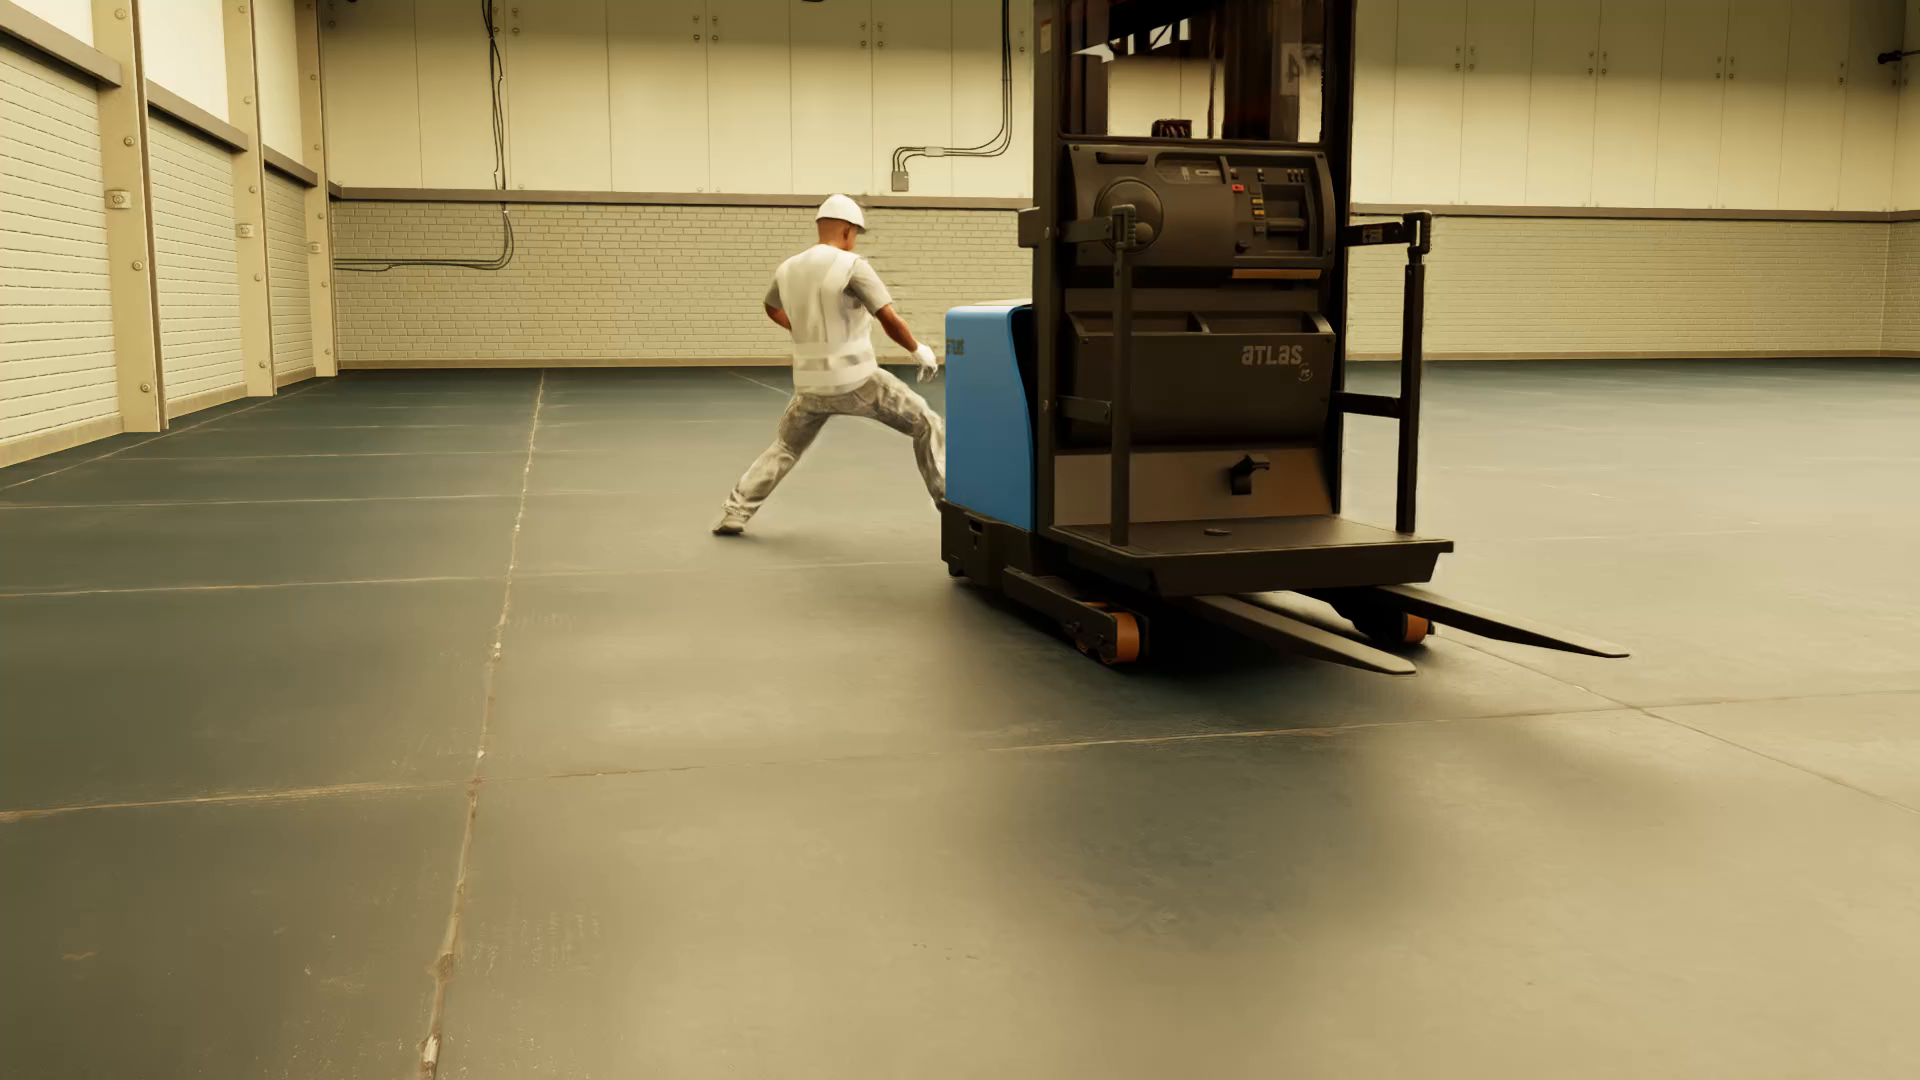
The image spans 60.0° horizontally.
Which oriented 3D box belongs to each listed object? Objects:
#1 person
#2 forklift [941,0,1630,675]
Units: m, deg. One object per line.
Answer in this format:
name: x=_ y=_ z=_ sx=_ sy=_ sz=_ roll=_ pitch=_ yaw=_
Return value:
person: x=-0.546 y=-0.816 z=7.917 sx=1.077 sy=1.617 sz=0.982 roll=6 pitch=10 yaw=38
forklift: x=0.866 y=-1.135 z=5.243 sx=1.130 sy=2.935 sz=3.031 roll=-3 pitch=8 yaw=-18
